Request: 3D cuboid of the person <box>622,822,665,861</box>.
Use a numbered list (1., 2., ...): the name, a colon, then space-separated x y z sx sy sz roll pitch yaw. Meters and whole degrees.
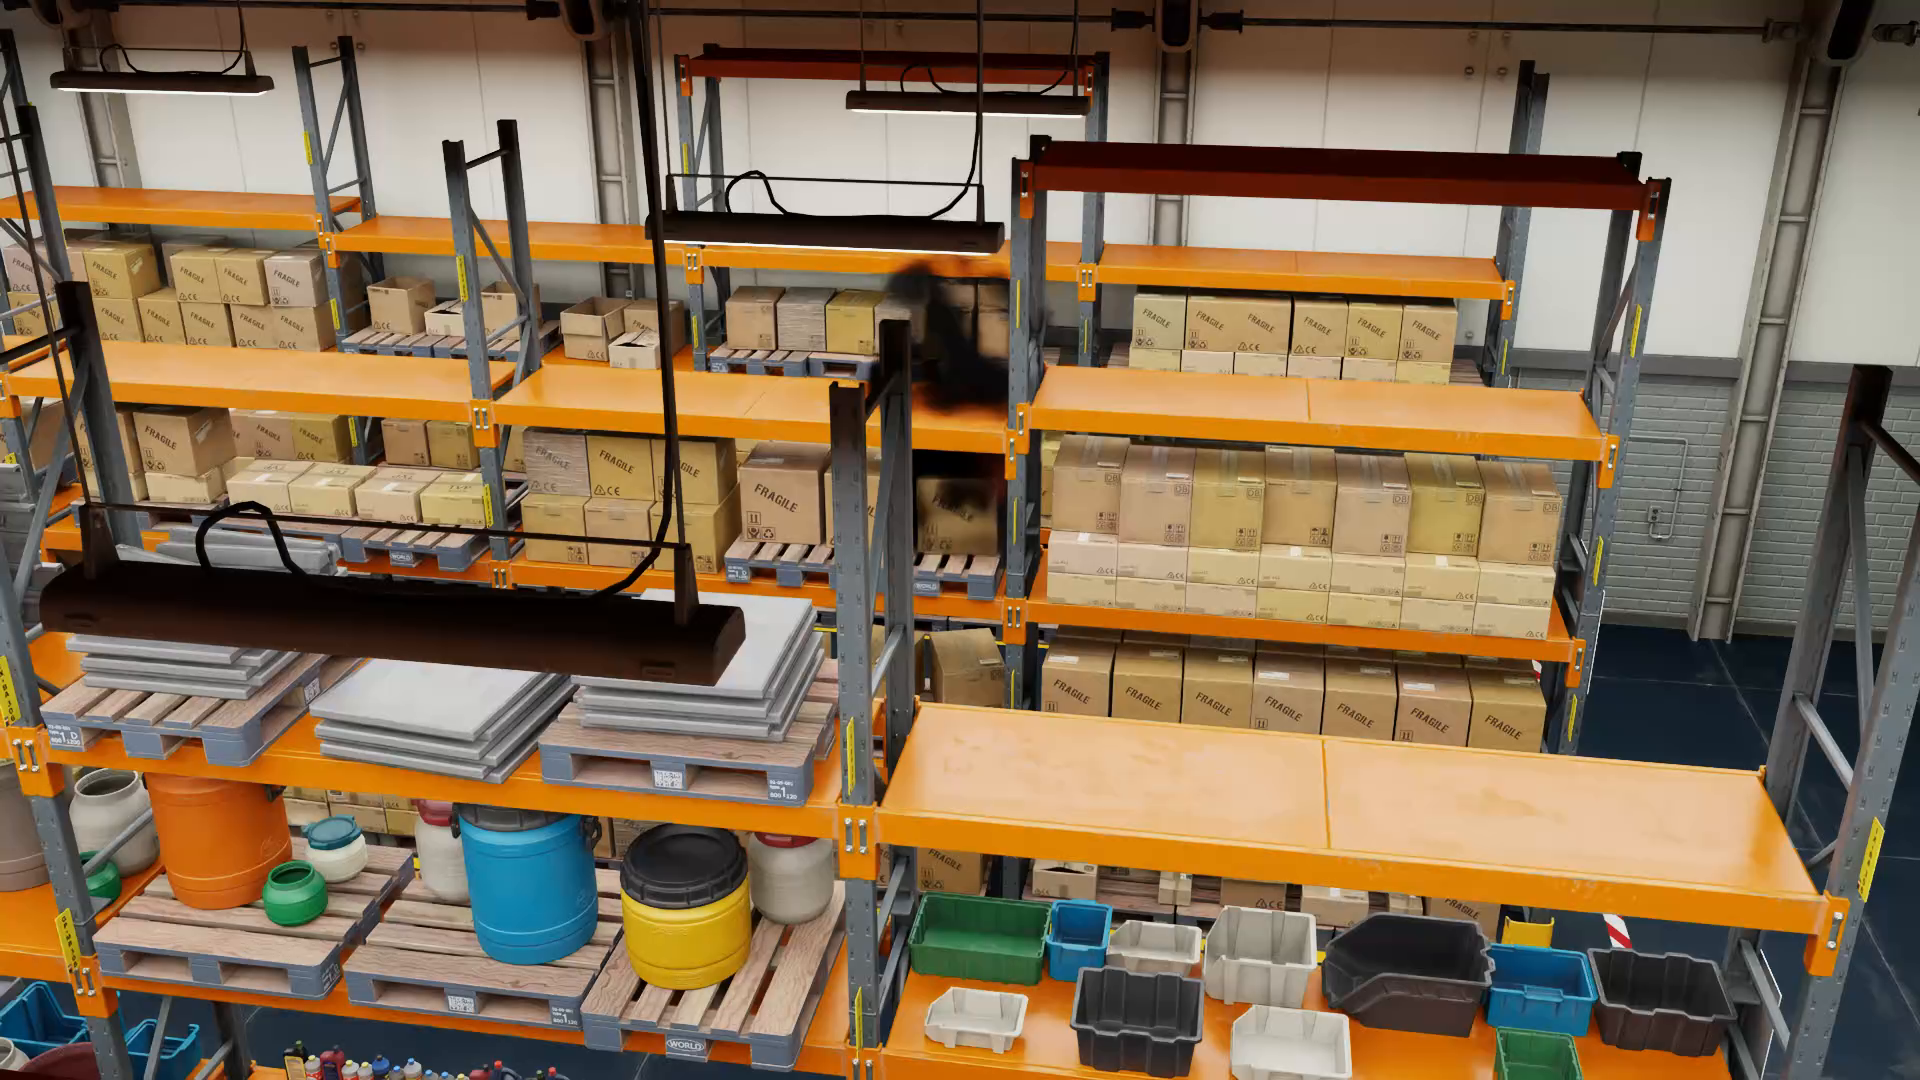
1. person: -1.944 2.515 11.614 0.764 1.862 0.644 2 23 5
